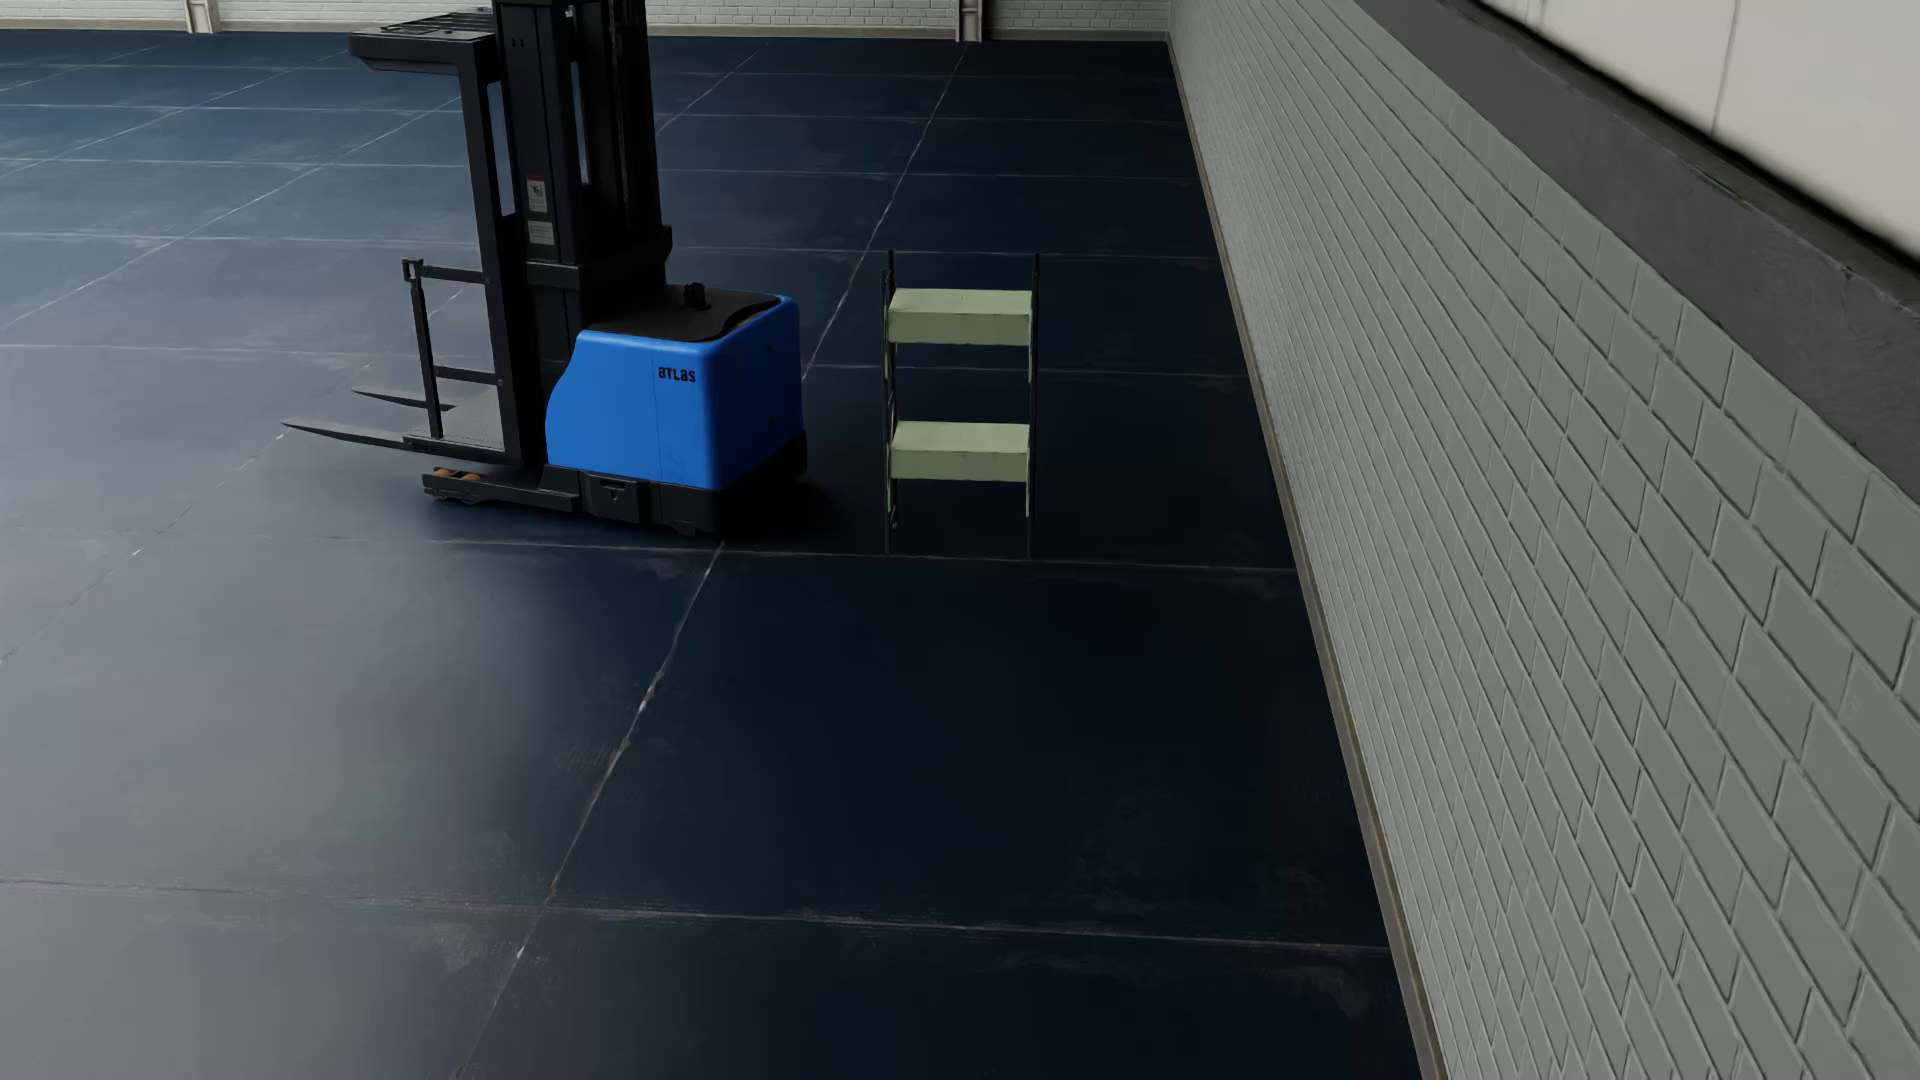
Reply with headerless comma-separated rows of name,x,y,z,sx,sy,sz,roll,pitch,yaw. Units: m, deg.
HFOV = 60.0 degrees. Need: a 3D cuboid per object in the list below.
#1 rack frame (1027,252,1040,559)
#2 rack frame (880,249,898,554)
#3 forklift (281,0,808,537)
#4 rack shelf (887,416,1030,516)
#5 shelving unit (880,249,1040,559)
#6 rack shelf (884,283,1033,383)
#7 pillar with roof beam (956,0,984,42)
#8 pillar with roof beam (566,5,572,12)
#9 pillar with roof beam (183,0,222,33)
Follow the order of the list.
rack frame,0.372,-0.669,8.411,0.023,1.500,0.400,2,25,4
rack frame,-0.358,-0.693,8.461,0.023,1.500,0.400,2,25,4
forklift,-2.439,-1.721,8.985,3.031,2.935,1.130,9,26,19
rack shelf,0.007,-0.385,8.572,0.720,0.370,0.431,2,25,4
shelving unit,0.007,-0.681,8.436,0.755,1.500,0.431,2,25,4
rack shelf,0.007,-1.036,8.273,0.720,0.370,0.431,2,25,4
pillar with roof beam,-0.184,-9.872,19.438,0.400,9.000,9.100,2,25,4
pillar with roof beam,-6.166,-10.064,19.856,0.400,9.000,9.100,2,25,4
pillar with roof beam,-12.148,-10.256,20.273,0.400,9.000,9.100,2,25,4
